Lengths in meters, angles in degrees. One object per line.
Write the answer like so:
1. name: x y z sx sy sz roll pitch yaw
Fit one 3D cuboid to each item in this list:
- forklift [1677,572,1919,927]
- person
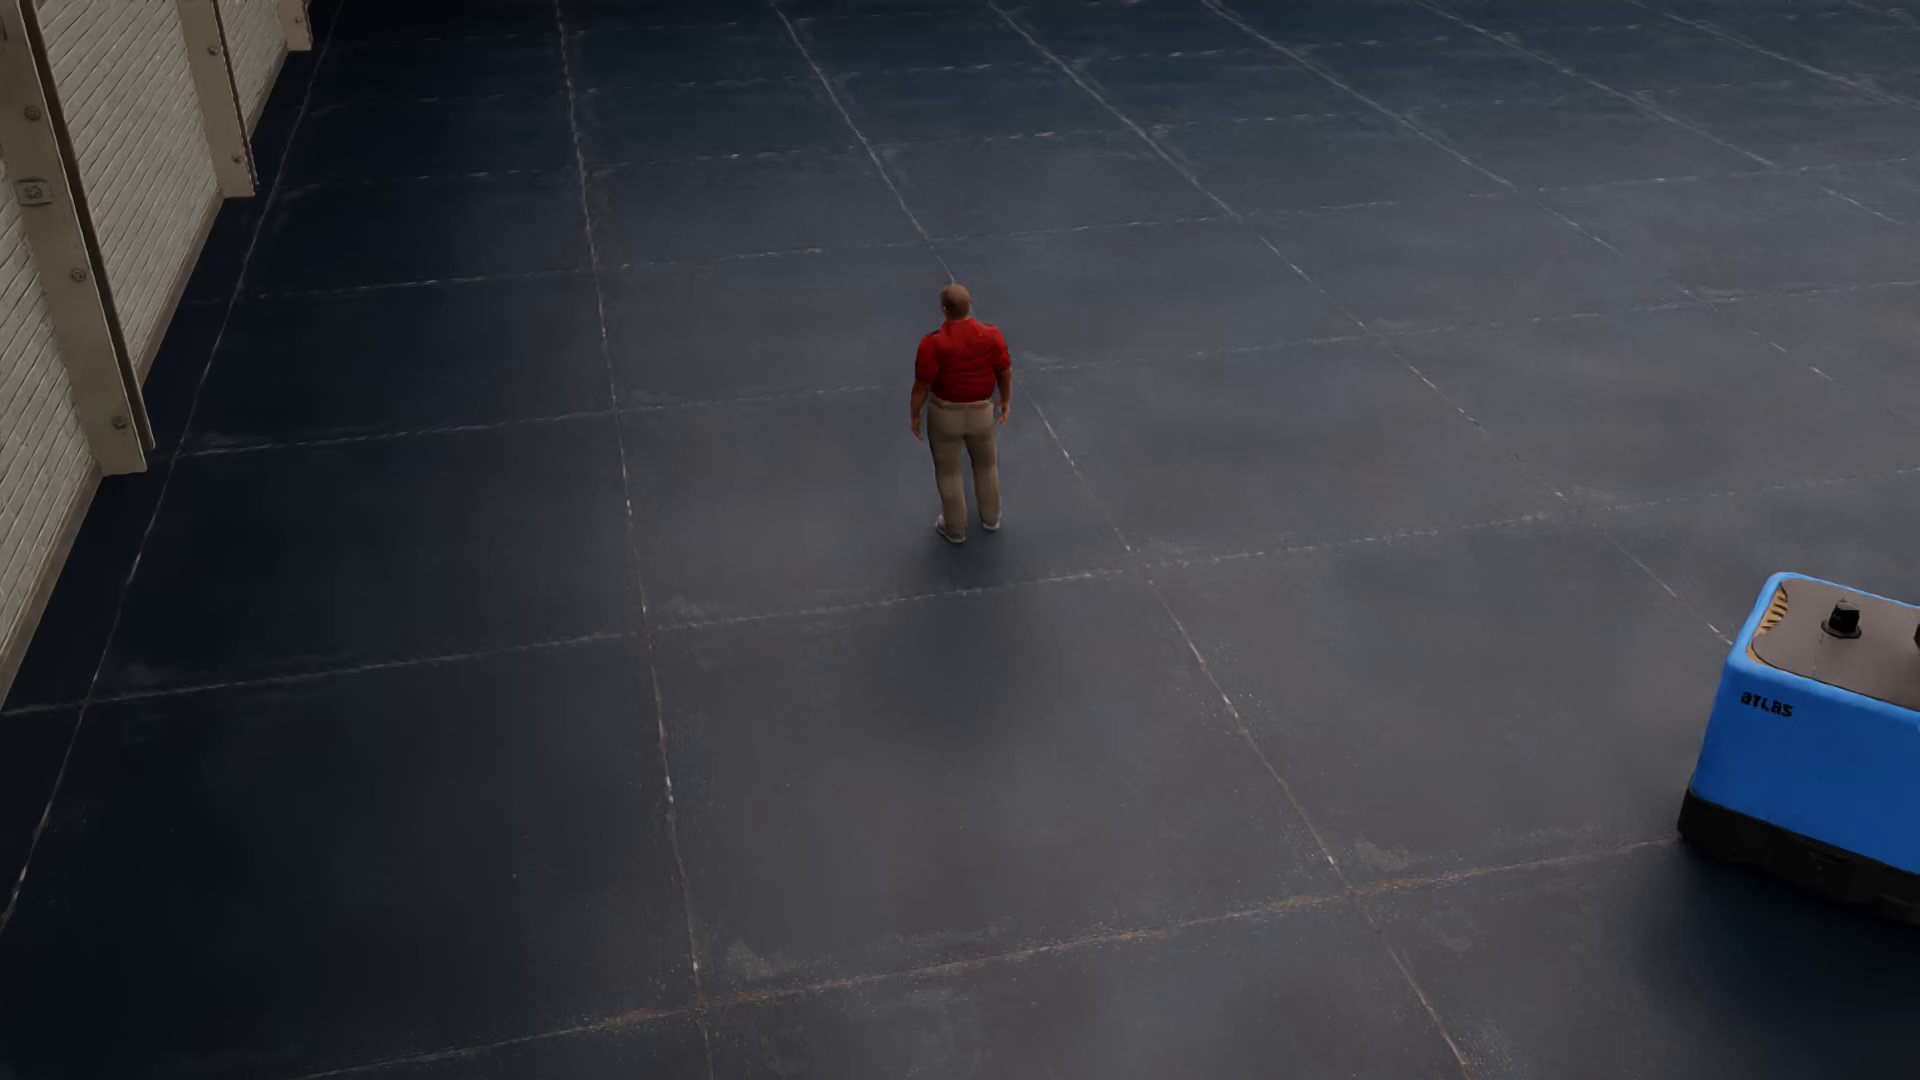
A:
1. forklift: 4.940 0.414 6.860 3.031 2.935 1.130 19 35 30
2. person: -0.010 -0.800 10.141 0.640 1.726 0.550 -7 31 -12
